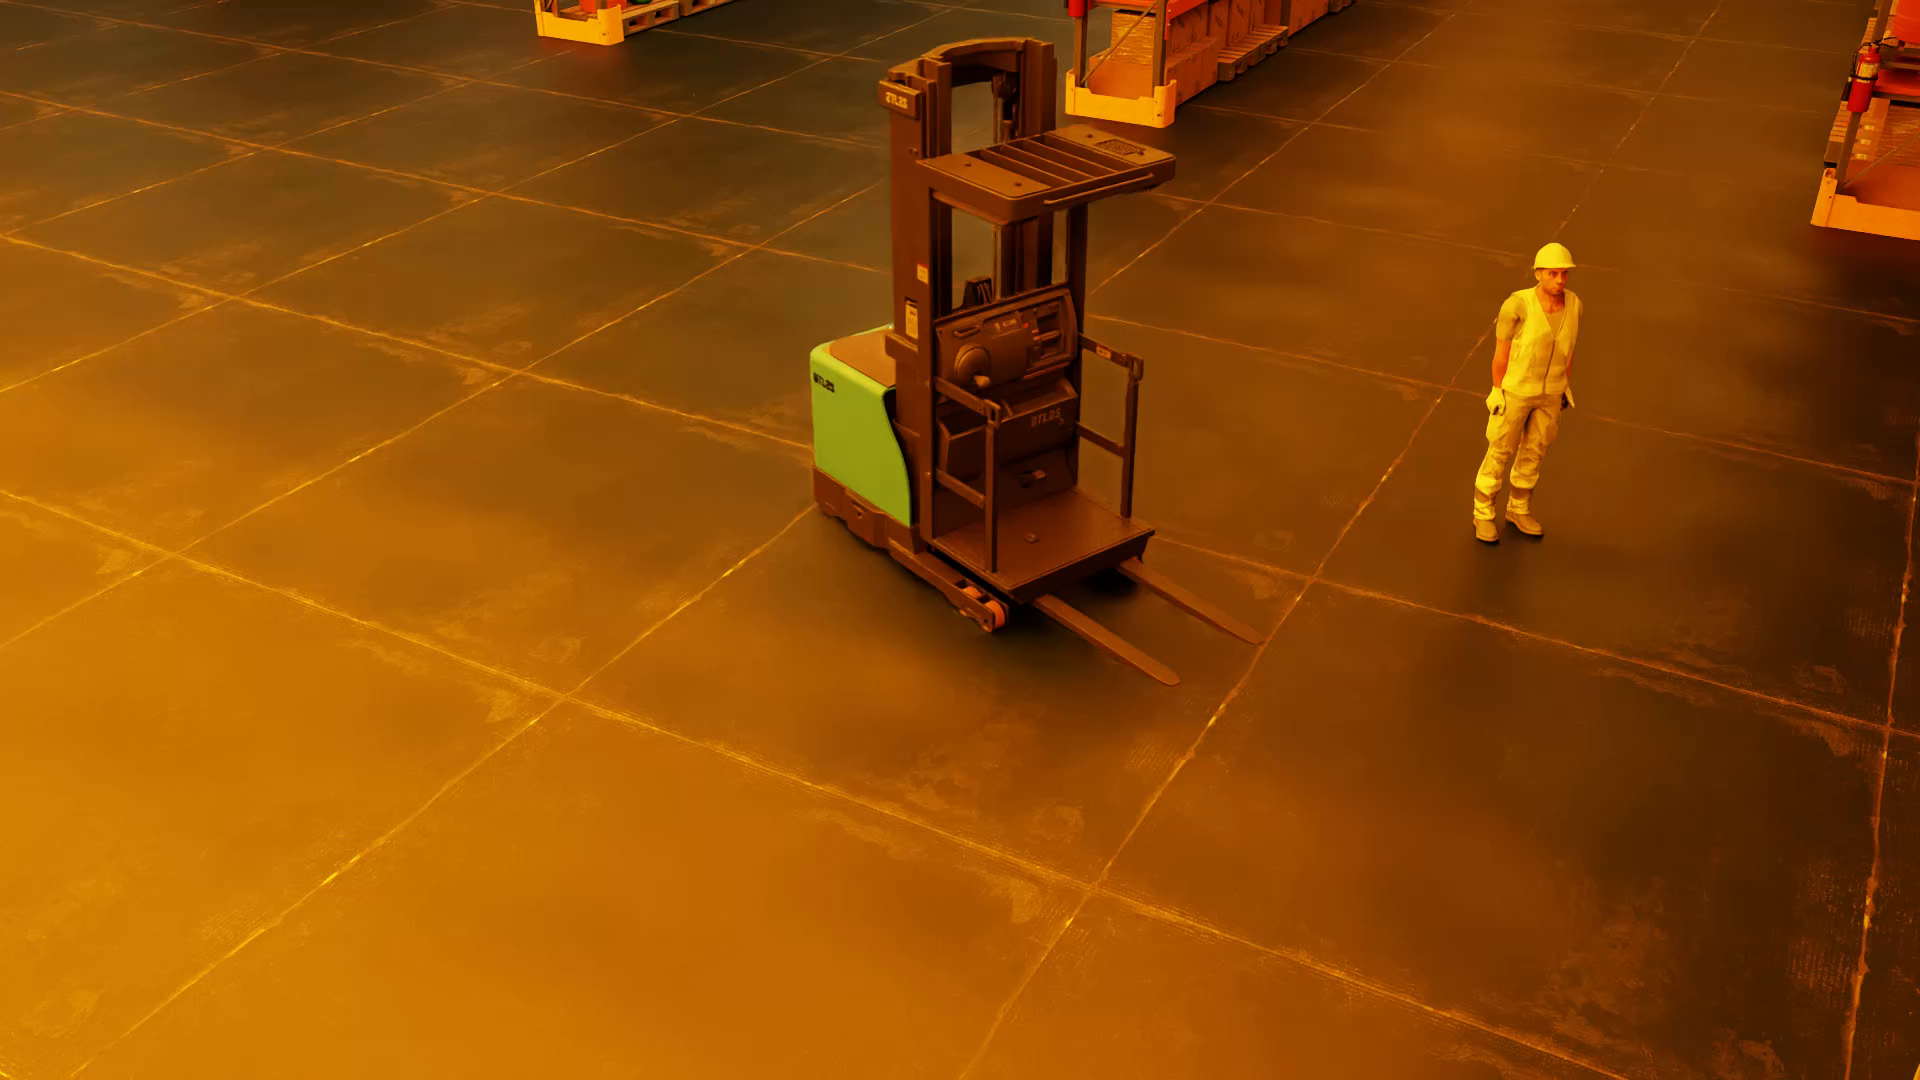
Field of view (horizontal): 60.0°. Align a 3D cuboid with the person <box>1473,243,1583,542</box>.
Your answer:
[{"bbox_3d":[3.341,-0.853,9.691,0.535,1.795,0.372,-6,31,-11],"label":"person"}]

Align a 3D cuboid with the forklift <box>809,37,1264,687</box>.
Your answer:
[{"bbox_3d":[0.393,-1.047,8.885,1.130,2.935,3.031,-21,36,-32],"label":"forklift"}]
